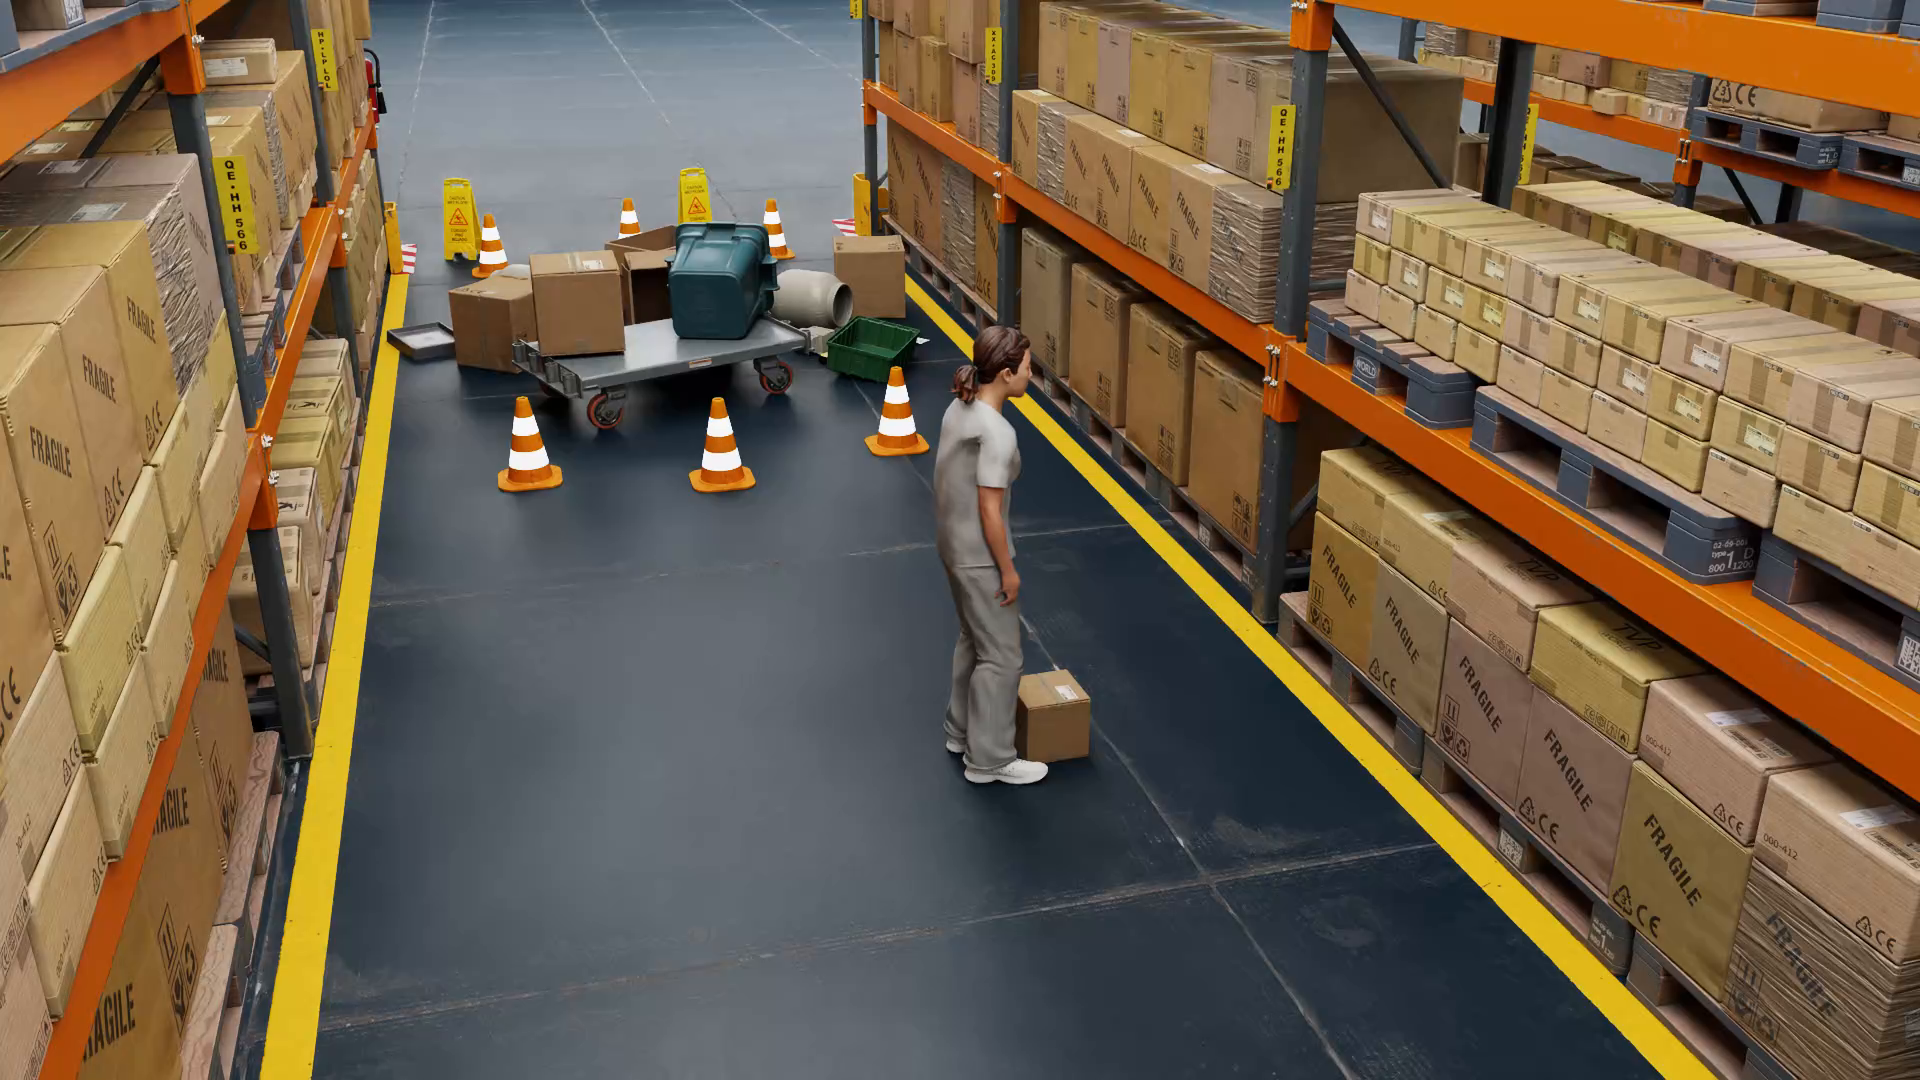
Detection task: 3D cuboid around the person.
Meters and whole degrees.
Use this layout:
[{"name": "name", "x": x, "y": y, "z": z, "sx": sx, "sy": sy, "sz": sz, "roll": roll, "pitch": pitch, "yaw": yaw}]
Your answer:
[{"name": "person", "x": 0.096, "y": 0.052, "z": 5.974, "sx": 0.360, "sy": 1.672, "sz": 0.484, "roll": -6, "pitch": 24, "yaw": -15}]
